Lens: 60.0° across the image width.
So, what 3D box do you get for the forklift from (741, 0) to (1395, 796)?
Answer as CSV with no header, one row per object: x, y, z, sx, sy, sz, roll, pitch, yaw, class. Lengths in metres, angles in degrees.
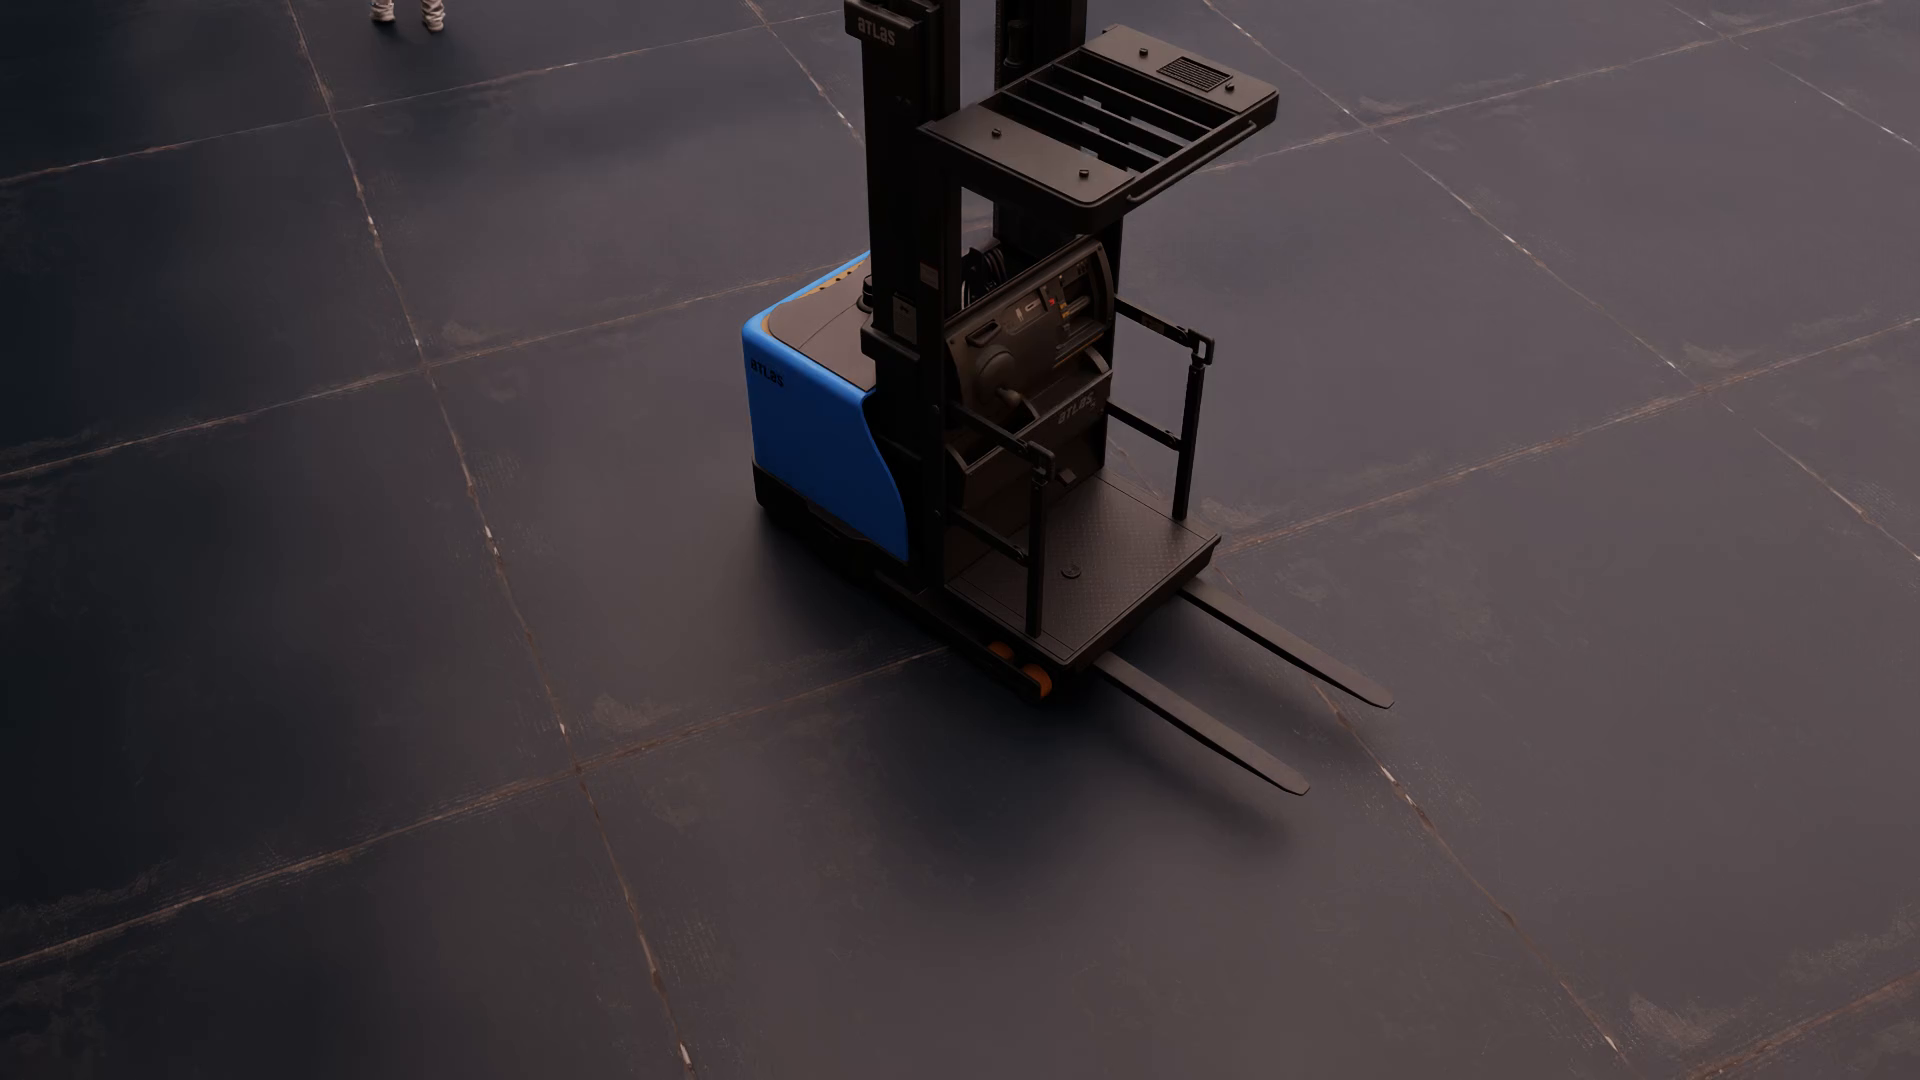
0.445,-0.788,6.525,3.031,2.935,1.130,32,52,30,forklift

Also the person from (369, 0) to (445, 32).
-3.843,-4.334,11.213,0.650,1.816,0.545,-17,46,-18,person
